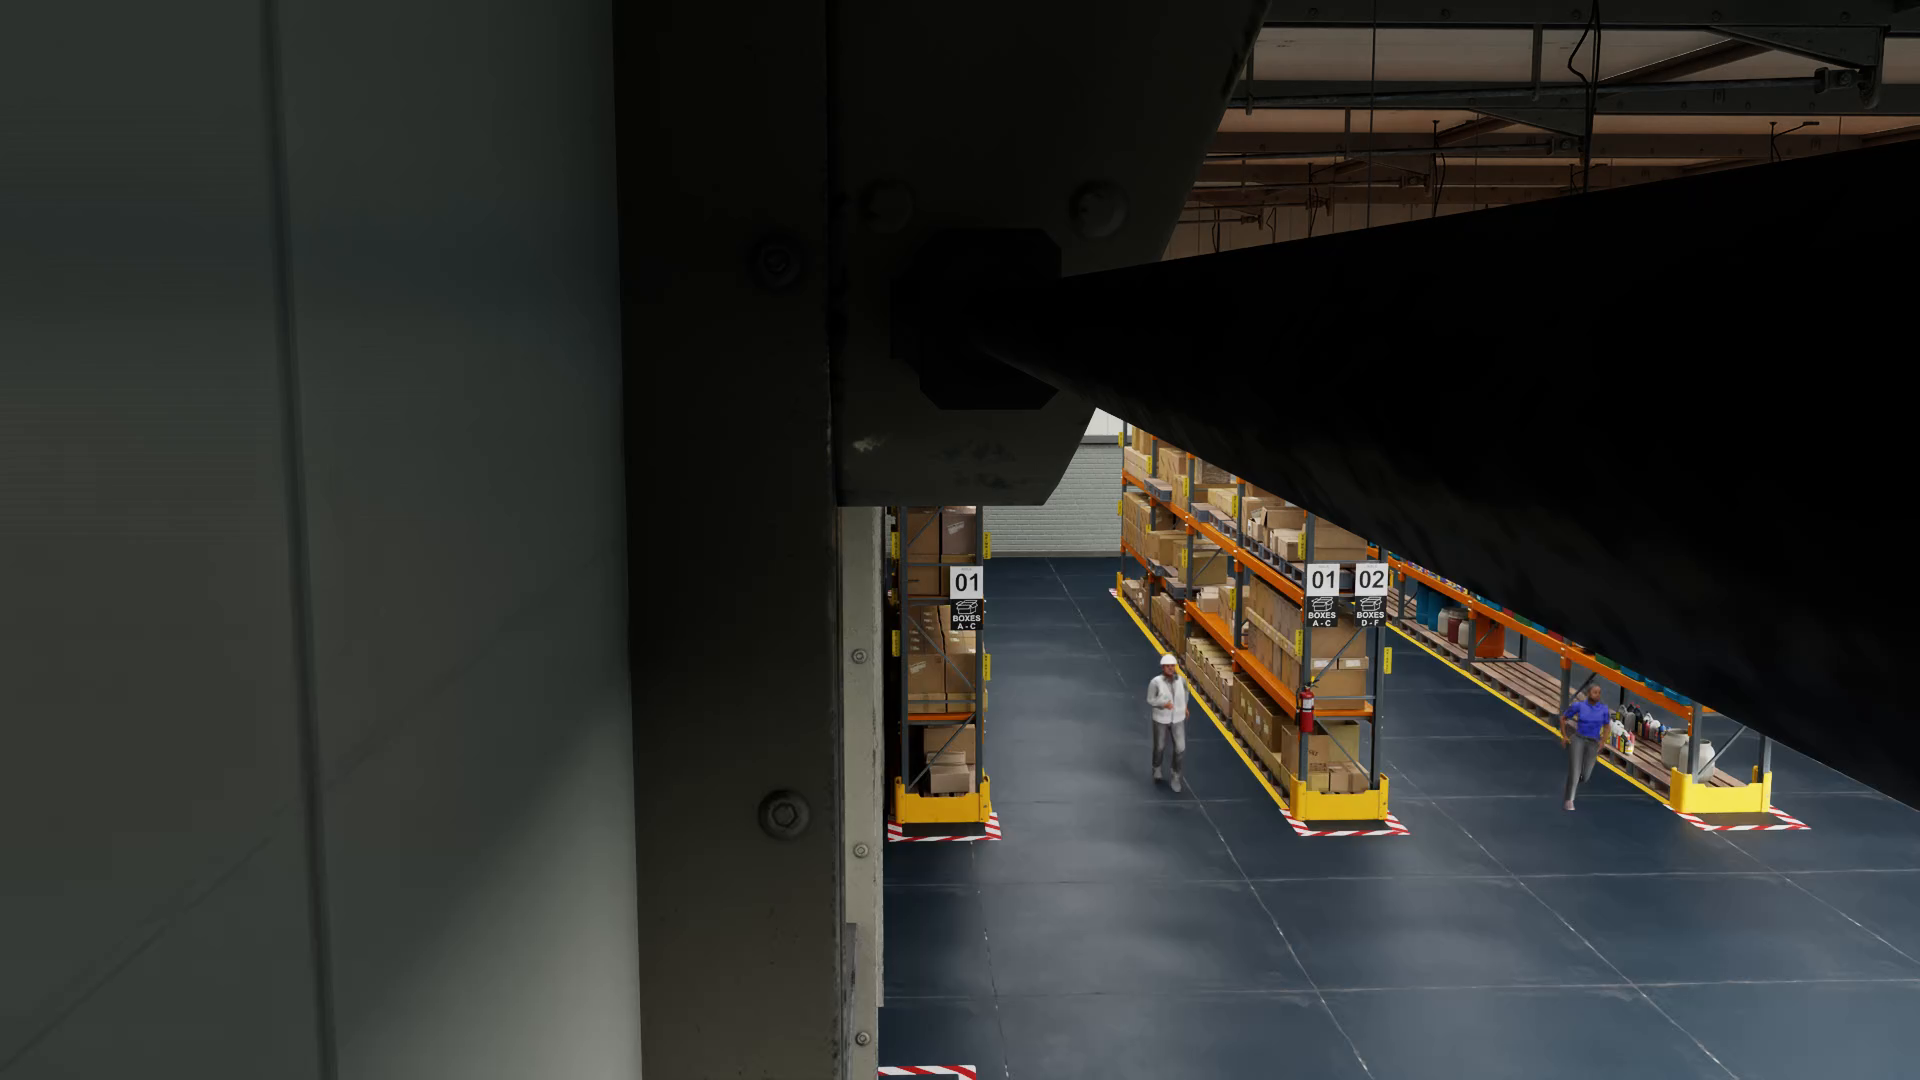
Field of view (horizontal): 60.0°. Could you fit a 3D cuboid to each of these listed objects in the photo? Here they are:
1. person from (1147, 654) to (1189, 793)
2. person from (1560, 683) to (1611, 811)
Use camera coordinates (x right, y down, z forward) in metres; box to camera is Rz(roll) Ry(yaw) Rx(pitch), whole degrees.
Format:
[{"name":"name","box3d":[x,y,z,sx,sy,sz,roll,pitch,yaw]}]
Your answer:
[{"name":"person","box3d":[2.749,2.395,21.885,0.640,1.825,0.828,-1,8,-8]},{"name":"person","box3d":[7.932,2.589,21.131,0.625,1.599,0.673,1,8,6]}]
